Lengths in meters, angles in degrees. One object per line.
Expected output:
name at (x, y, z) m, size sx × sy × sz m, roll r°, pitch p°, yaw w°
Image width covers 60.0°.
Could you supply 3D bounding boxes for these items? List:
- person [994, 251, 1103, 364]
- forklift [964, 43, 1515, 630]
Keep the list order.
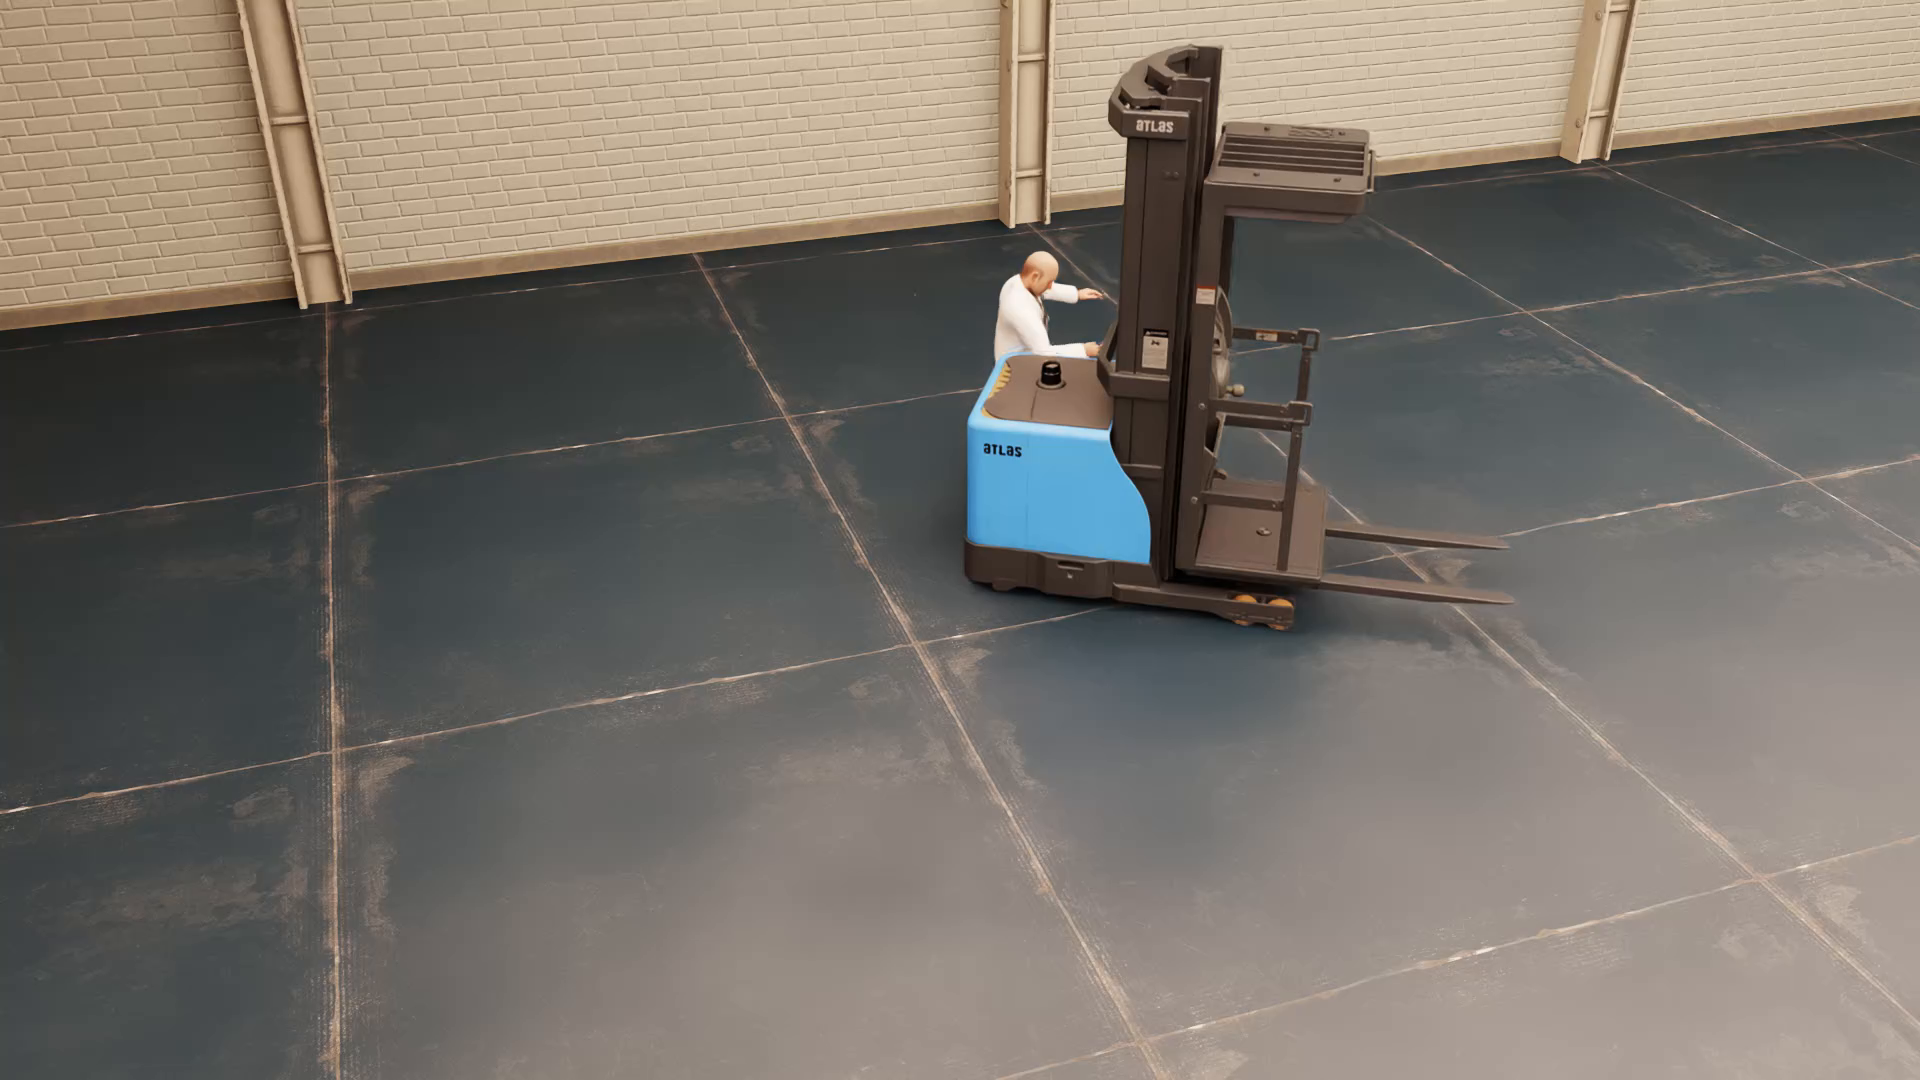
person at (0.578, -1.060, 10.351) m, size 0.781 × 1.573 × 1.288 m, roll -1°, pitch 30°, yaw -1°
forklift at (1.598, -1.068, 8.942) m, size 3.031 × 2.935 × 1.130 m, roll 6°, pitch 31°, yaw 11°
